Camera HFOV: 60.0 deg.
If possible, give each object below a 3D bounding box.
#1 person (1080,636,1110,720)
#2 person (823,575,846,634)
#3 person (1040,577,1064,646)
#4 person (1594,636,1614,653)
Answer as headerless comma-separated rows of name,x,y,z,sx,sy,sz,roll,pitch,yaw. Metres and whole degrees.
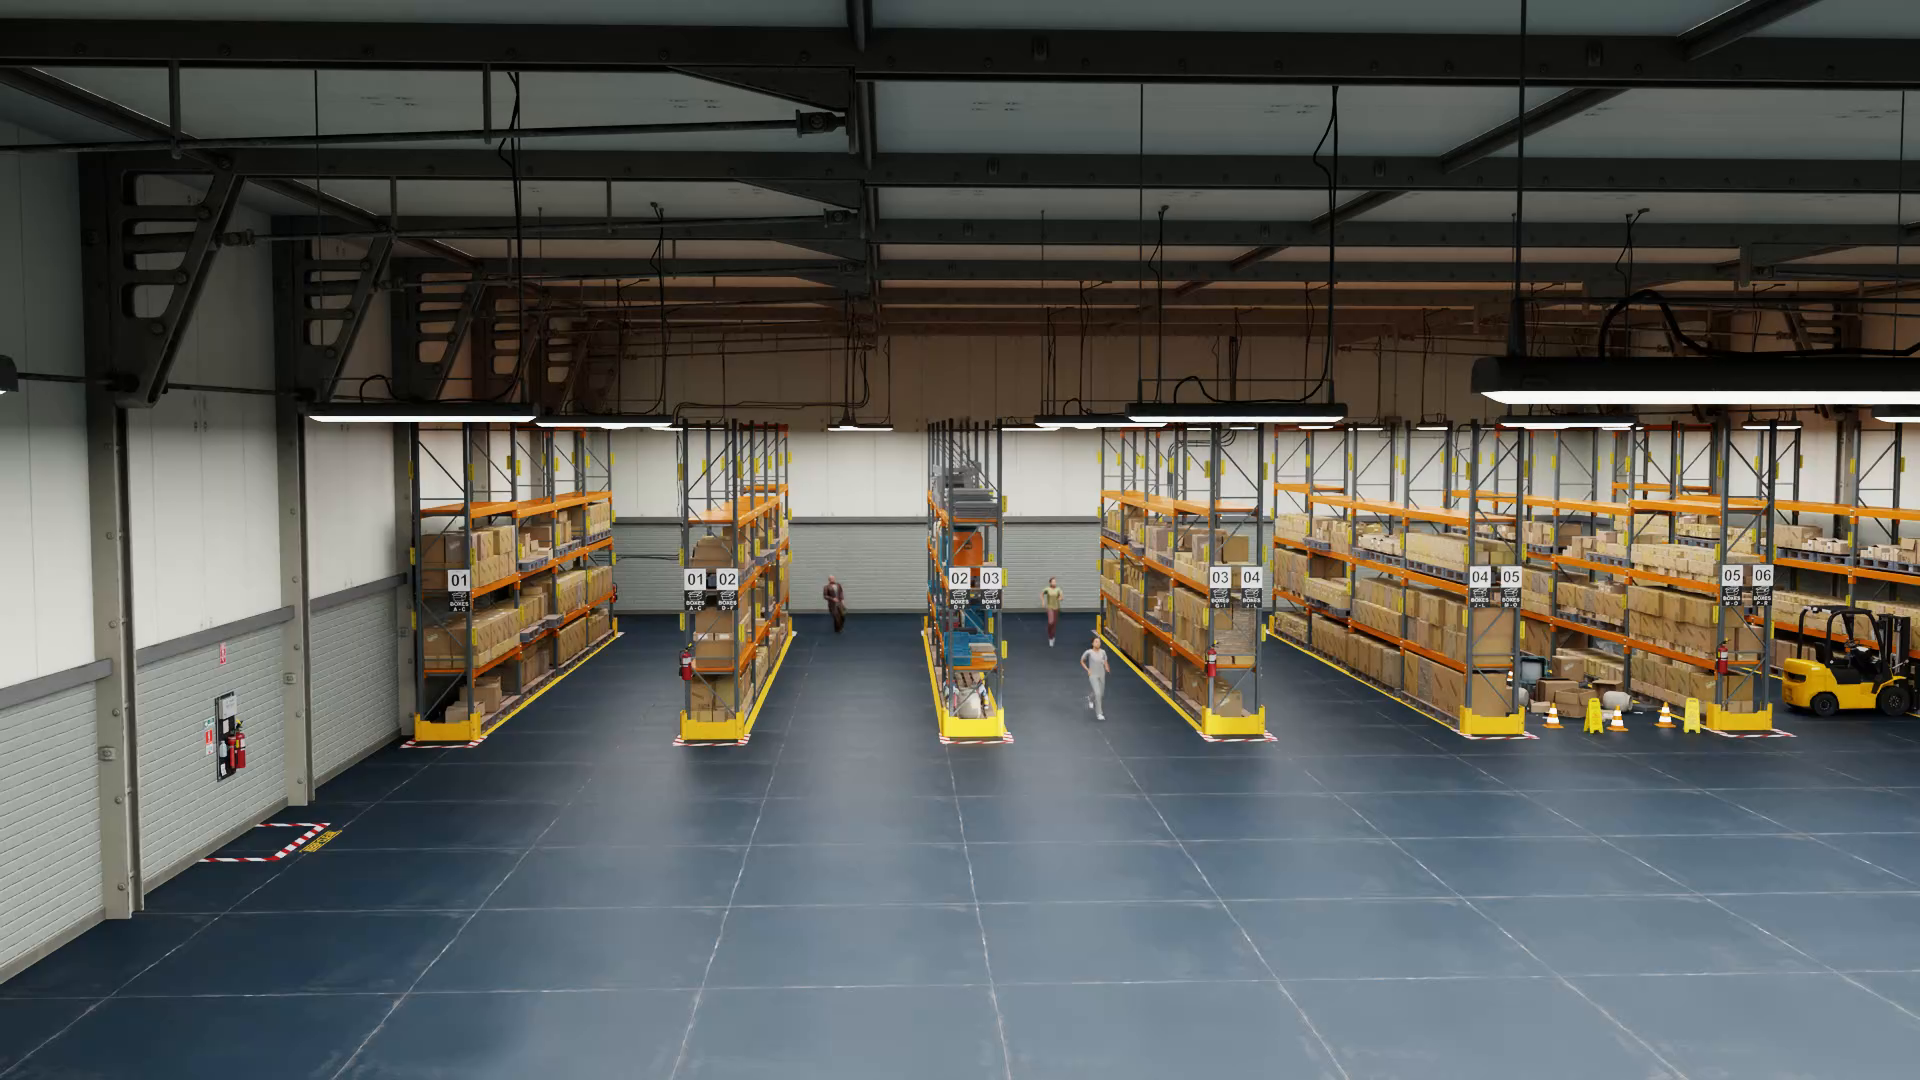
person,2.724,2.763,33.555,0.566,1.657,0.804,-1,4,-20
person,-3.536,1.838,47.032,0.706,1.703,0.625,-2,4,-27
person,2.411,1.849,43.174,0.547,1.770,0.702,-1,4,-13
person,16.282,2.152,41.996,0.662,1.782,0.644,0,4,-5
